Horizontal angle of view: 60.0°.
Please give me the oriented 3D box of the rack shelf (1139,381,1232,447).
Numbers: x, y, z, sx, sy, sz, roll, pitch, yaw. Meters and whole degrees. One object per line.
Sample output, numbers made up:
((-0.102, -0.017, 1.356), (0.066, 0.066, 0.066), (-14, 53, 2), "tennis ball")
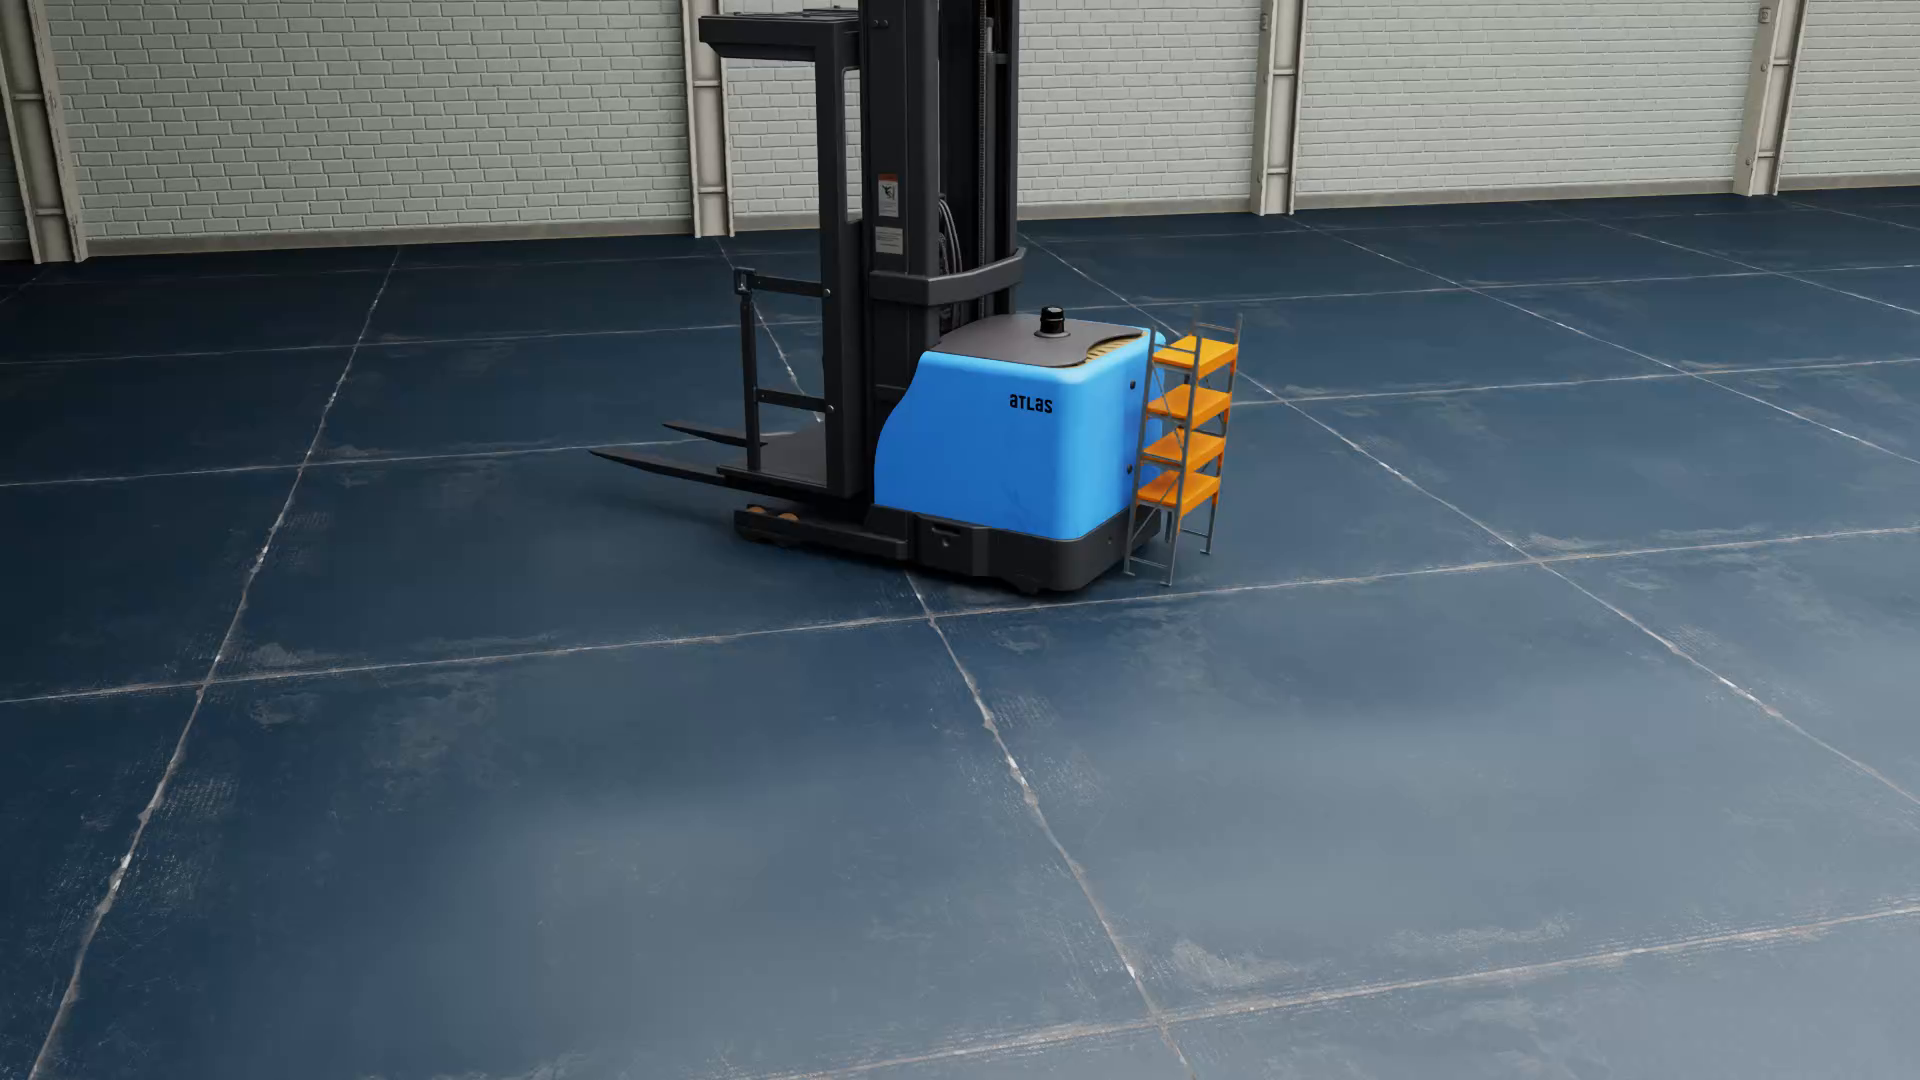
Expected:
((1.047, -0.587, 7.692), (0.258, 0.148, 0.480), (16, 25, 26), "rack shelf")

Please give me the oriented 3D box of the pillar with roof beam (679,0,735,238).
((-1.483, -5.852, 11.206), (0.400, 9.000, 9.100), (-5, 21, -12), "pillar with roof beam")

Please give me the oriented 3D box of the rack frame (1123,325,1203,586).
((0.915, -0.370, 7.553), (0.240, 1.200, 0.015), (16, 25, 26), "rack frame")

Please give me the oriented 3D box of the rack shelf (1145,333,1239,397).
((1.063, -0.805, 7.602), (0.258, 0.148, 0.480), (16, 25, 26), "rack shelf")

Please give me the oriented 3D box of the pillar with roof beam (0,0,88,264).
((-7.322, -5.377, 9.909), (0.400, 9.000, 9.100), (-5, 21, -12), "pillar with roof beam")

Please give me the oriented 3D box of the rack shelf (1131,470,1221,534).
((1.019, -0.197, 7.852), (0.258, 0.148, 0.480), (16, 25, 26), "rack shelf")

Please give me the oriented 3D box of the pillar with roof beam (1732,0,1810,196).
((10.195, -6.801, 13.799), (0.400, 9.000, 9.100), (-5, 21, -12), "pillar with roof beam")

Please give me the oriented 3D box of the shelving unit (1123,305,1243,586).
((1.036, -0.443, 7.751), (0.258, 1.200, 0.503), (16, 25, 26), "shelving unit")

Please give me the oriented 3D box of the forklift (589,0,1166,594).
((-0.536, -1.485, 8.107), (3.031, 2.935, 1.130), (11, 23, 28), "forklift")

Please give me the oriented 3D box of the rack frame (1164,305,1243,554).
((1.158, -0.515, 7.950), (0.240, 1.200, 0.015), (16, 25, 26), "rack frame")

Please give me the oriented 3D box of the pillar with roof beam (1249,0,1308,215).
((4.356, -6.326, 12.502), (0.400, 9.000, 9.100), (-5, 21, -12), "pillar with roof beam")

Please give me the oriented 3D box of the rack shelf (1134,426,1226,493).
((1.032, -0.381, 7.777), (0.258, 0.148, 0.480), (16, 25, 26), "rack shelf")
